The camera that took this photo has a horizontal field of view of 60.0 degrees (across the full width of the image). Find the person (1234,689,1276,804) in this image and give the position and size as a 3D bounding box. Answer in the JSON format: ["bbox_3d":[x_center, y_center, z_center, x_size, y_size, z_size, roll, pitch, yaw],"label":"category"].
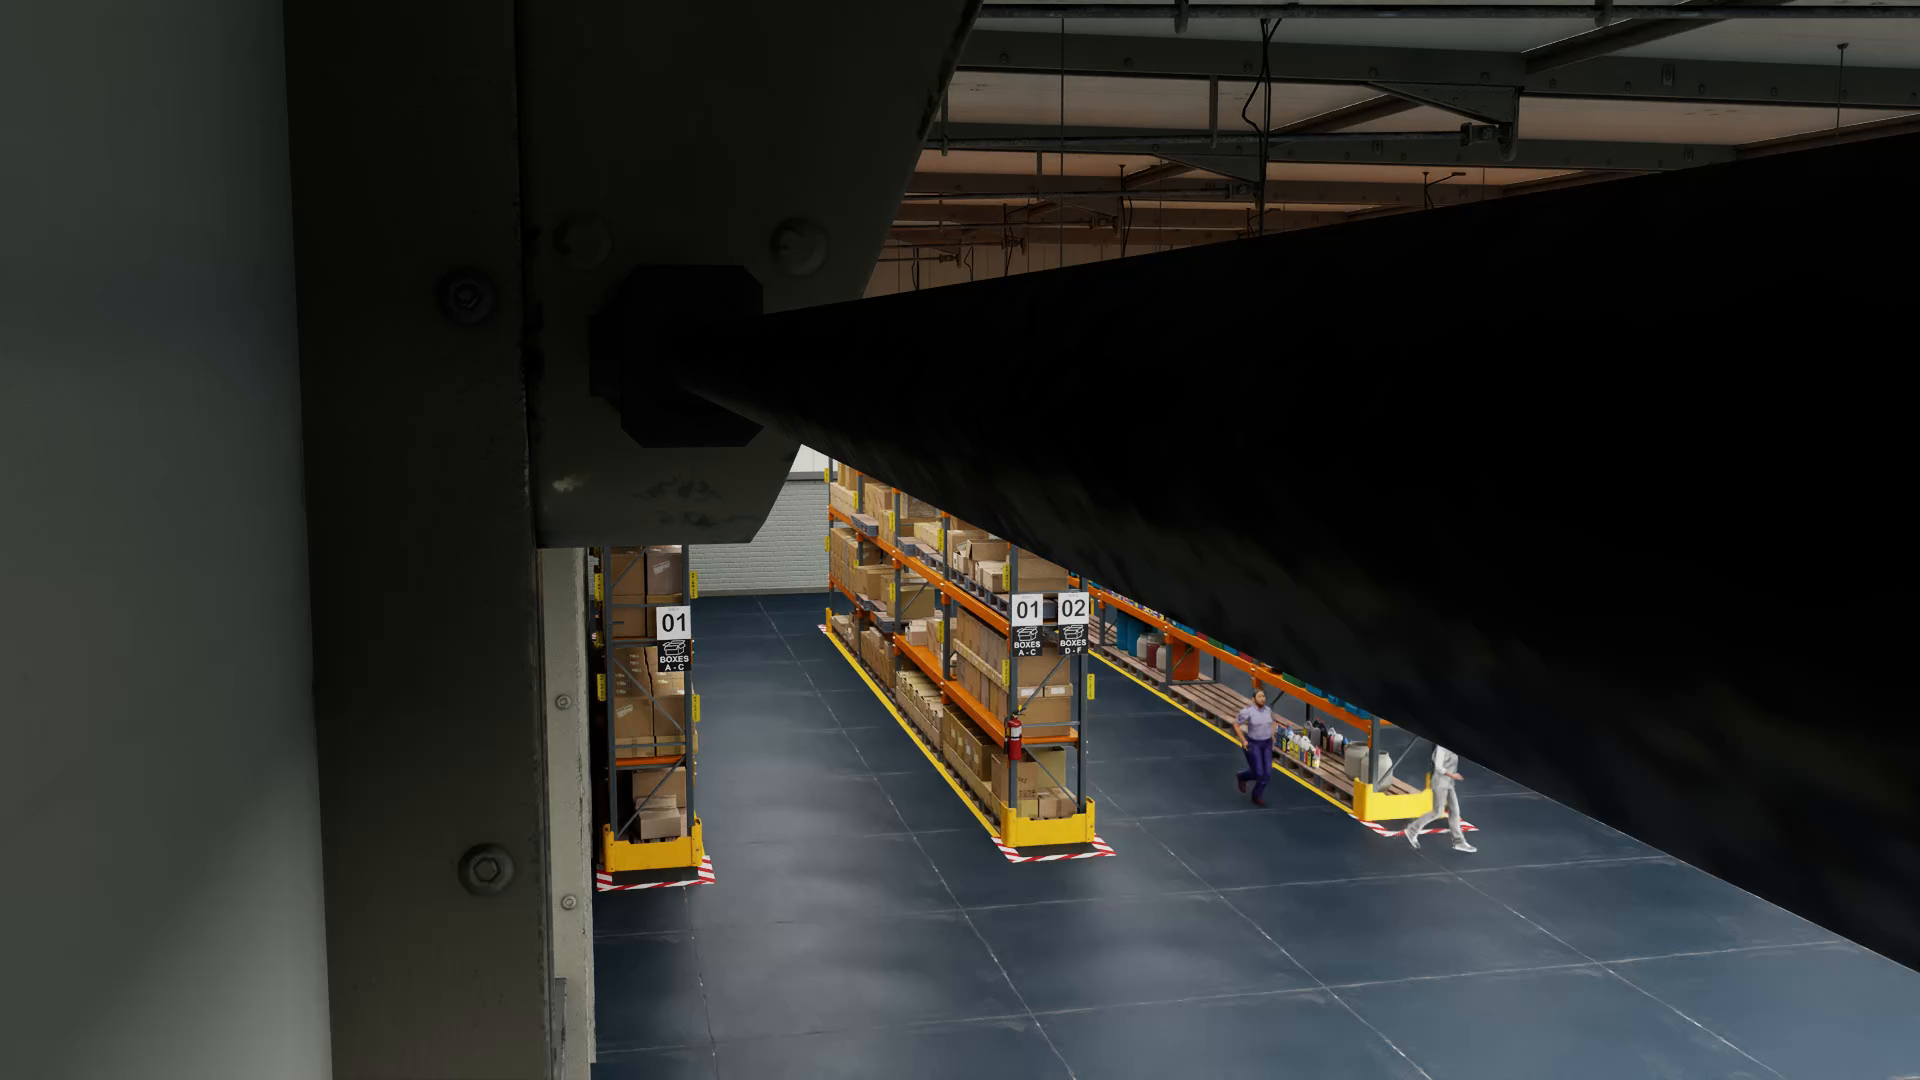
[{"bbox_3d":[4.096,2.834,22.859,0.607,1.593,0.551,-3,7,-22],"label":"person"}]

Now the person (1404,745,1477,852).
[{"bbox_3d":[6.031,3.064,20.731,0.876,1.568,0.592,3,7,24],"label":"person"}]
